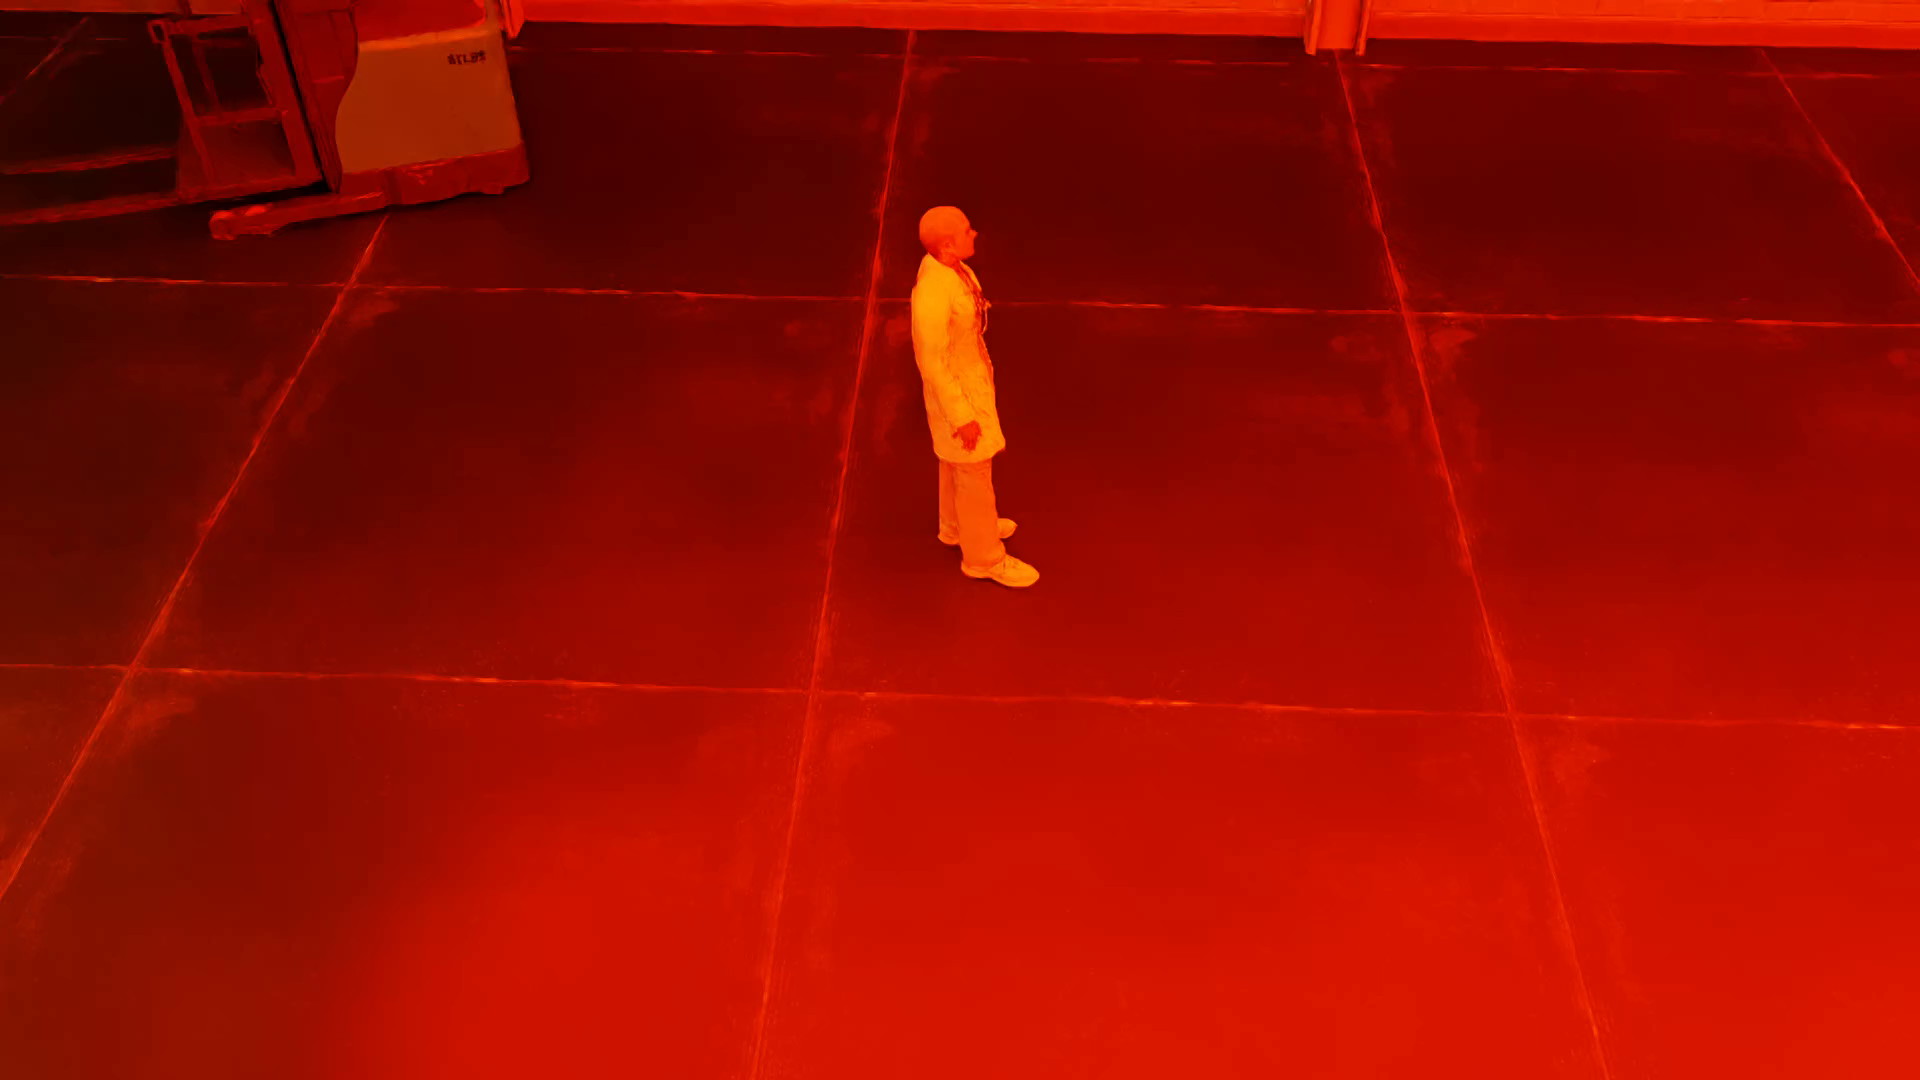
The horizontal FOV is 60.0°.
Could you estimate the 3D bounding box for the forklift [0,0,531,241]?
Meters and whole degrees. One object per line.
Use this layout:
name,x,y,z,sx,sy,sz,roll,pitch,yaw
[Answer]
forklift,-4.226,-3.258,9.311,3.031,2.935,1.130,-12,44,-13

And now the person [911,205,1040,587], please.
person,0.091,-0.656,7.306,0.579,1.776,0.694,2,42,2
